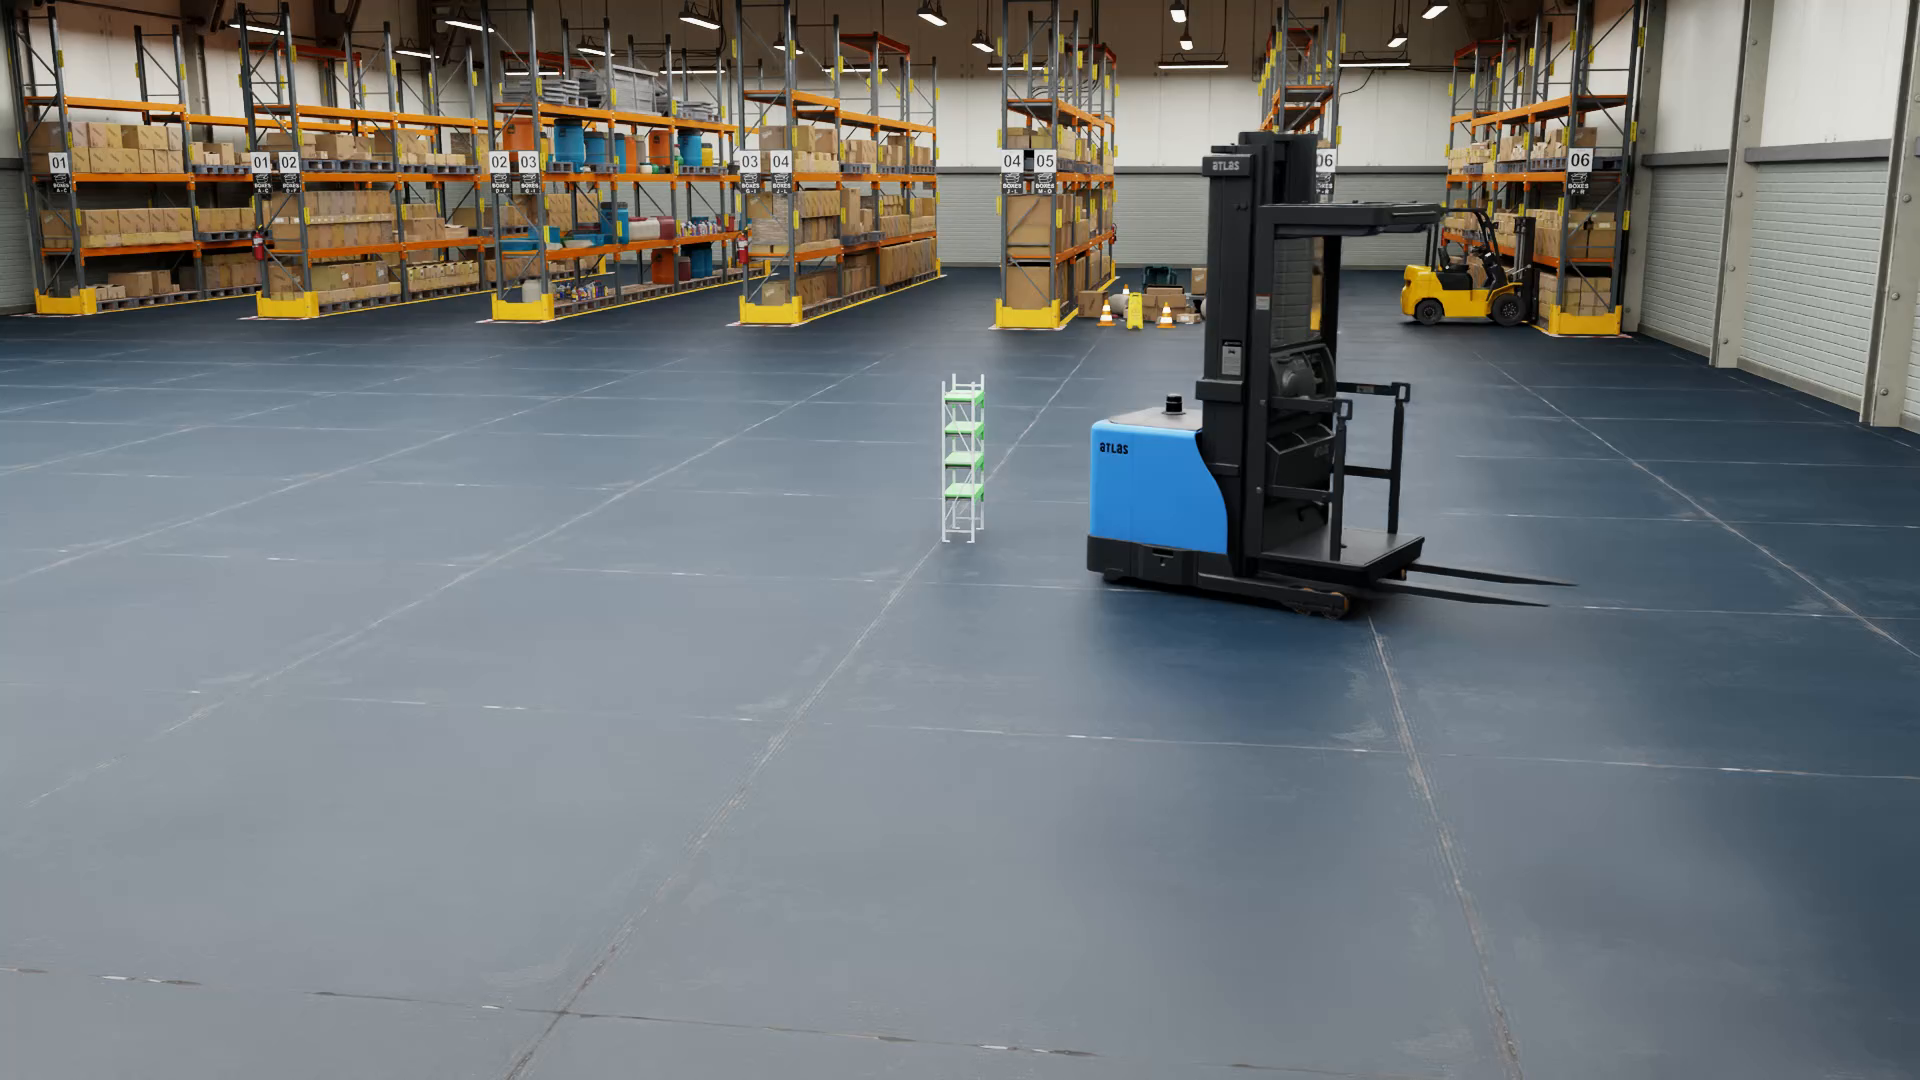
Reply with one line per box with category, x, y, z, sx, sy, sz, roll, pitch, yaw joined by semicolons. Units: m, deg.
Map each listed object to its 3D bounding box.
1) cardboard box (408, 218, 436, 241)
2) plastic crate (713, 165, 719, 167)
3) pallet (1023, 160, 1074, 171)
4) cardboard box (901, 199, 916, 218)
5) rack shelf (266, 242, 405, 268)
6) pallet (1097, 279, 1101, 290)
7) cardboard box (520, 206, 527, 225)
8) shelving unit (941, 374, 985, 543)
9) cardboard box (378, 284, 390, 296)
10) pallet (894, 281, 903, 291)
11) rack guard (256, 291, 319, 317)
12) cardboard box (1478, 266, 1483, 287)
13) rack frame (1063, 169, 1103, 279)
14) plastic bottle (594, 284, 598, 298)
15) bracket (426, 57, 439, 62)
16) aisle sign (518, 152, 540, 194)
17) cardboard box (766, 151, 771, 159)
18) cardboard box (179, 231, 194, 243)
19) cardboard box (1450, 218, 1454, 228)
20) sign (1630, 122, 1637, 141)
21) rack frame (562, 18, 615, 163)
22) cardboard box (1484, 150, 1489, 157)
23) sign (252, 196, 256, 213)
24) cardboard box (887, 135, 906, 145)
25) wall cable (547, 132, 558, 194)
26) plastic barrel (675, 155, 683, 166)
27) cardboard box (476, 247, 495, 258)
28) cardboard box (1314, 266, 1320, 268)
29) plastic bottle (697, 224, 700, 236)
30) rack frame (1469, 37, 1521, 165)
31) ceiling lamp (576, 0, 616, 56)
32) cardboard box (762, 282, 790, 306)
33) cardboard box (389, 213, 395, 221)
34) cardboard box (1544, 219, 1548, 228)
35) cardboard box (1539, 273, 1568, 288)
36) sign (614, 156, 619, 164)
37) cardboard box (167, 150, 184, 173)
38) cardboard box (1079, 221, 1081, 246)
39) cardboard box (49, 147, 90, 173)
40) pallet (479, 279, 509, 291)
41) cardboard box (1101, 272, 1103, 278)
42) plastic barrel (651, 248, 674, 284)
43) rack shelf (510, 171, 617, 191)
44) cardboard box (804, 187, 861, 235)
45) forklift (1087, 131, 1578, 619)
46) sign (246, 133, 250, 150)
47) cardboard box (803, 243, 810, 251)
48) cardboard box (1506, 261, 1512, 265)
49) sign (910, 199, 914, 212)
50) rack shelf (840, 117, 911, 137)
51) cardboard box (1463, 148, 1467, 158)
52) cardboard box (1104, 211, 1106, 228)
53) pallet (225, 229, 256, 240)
cardboard box;-12.504;-7.195;38.524;0.500;0.500;0.500;2;12;9
plastic crate;-6.702;-10.067;45.247;0.437;0.282;0.530;2;12;9
pallet;1.741;-7.523;33.371;1.003;0.211;1.213;2;12;9
cardboard box;-1.451;-8.647;43.367;0.500;0.500;0.500;2;12;9
rack shelf;-13.104;-6.005;34.946;1.077;0.370;4.000;2;12;9
pallet;2.989;-6.410;41.735;1.003;0.211;1.213;2;12;9
cardboard box;-11.860;-8.601;44.051;0.700;0.500;0.500;-2;12;-10
shelving unit;0.025;-0.621;12.527;0.258;1.200;0.503;2;12;9
cardboard box;-12.738;-5.427;36.086;0.500;0.250;0.500;2;12;9
pallet;-2.007;-6.336;41.392;1.003;0.211;1.213;2;12;9
rack guard;-13.415;-4.714;33.179;1.175;0.500;0.348;2;12;9
cardboard box;12.322;-6.094;38.588;0.500;0.500;0.500;2;12;11
rack frame;3.108;-7.935;42.194;1.000;3.000;0.127;2;12;9
plastic bottle;-7.730;-5.281;35.280;0.061;0.283;0.133;3;12;12
bracket;-15.998;-14.615;50.407;0.235;0.232;0.430;2;12;9
aisle sign;-8.239;-7.026;31.803;0.394;0.787;0.004;2;12;9
cardboard box;-3.733;-7.325;31.653;0.380;0.149;0.250;1;12;7
cardboard box;-17.465;-6.761;37.054;0.500;0.250;0.500;2;12;9
cardboard box;13.047;-8.244;43.278;0.500;0.250;0.500;2;12;8
sign;11.621;-7.051;28.708;0.100;0.325;0.005;2;12;9
rack frame;-7.902;-9.545;35.422;1.000;3.000;0.127;2;12;9
cardboard box;12.264;-8.888;38.197;0.380;0.149;0.250;2;12;9
sign;-13.945;-6.643;32.887;0.100;0.325;0.005;2;12;9
cardboard box;-1.627;-10.448;43.484;0.500;0.250;0.500;1;12;5
wall cable;-14.623;-12.012;54.239;3.097;2.526;0.112;2;12;9
plastic barrel;-6.897;-9.254;40.563;0.294;0.245;0.294;0;12;0
cardboard box;-12.111;-7.393;42.787;0.500;0.250;0.500;2;12;8
cardboard box;6.958;-5.226;33.374;0.500;0.500;0.500;2;12;8
plastic bottle;-6.594;-7.821;41.940;0.061;0.283;0.133;2;12;9
rack frame;12.920;-10.568;40.172;1.000;3.000;0.127;2;12;9
ceiling lamp;-9.024;-13.963;42.067;0.800;3.185;2.000;2;12;9
cardboard box;-3.511;-4.732;32.266;0.500;0.500;0.500;4;13;19
cardboard box;-12.626;-7.076;36.429;0.380;0.149;0.250;2;12;9
cardboard box;11.024;-5.853;30.754;0.380;0.149;0.250;2;12;9
cardboard box;10.977;-4.805;30.828;0.500;0.250;0.500;2;12;9
sign;-7.360;-8.063;35.644;0.100;0.325;0.005;2;12;9
cardboard box;-17.525;-8.344;36.688;0.500;0.500;0.500;2;12;10
cardboard box;2.301;-6.525;35.411;0.500;0.500;0.500;2;12;9
cardboard box;-18.008;-7.687;33.637;0.500;0.500;0.500;2;12;10
pallet;-12.029;-6.397;41.676;1.003;0.211;1.213;2;12;9
cardboard box;3.481;-6.812;42.753;0.380;0.149;0.250;1;12;6
plastic barrel;-7.229;-6.691;40.577;0.600;0.830;0.708;2;12;9
rack shelf;-8.210;-7.310;33.882;1.077;0.370;4.000;2;12;9
cardboard box;-2.748;-7.111;35.949;1.000;1.000;1.000;2;12;9
forklift;2.360;-1.073;10.514;3.031;2.935;1.130;8;15;34
sign;-13.945;-7.822;32.633;0.100;0.325;0.005;2;12;9
cardboard box;-3.170;-5.755;32.675;0.380;0.149;0.250;2;12;9
cardboard box;12.719;-6.311;38.053;0.380;0.149;0.250;2;12;9
sign;-1.240;-8.629;42.851;0.100;0.325;0.005;2;12;9
rack shelf;-2.085;-10.086;40.591;1.077;0.370;4.000;2;12;9
cardboard box;12.829;-9.637;41.435;0.500;0.250;0.500;2;12;8
cardboard box;3.502;-8.328;43.071;0.500;0.500;0.500;2;12;9
pallet;-17.340;-7.259;39.509;1.003;0.211;1.213;2;12;9
